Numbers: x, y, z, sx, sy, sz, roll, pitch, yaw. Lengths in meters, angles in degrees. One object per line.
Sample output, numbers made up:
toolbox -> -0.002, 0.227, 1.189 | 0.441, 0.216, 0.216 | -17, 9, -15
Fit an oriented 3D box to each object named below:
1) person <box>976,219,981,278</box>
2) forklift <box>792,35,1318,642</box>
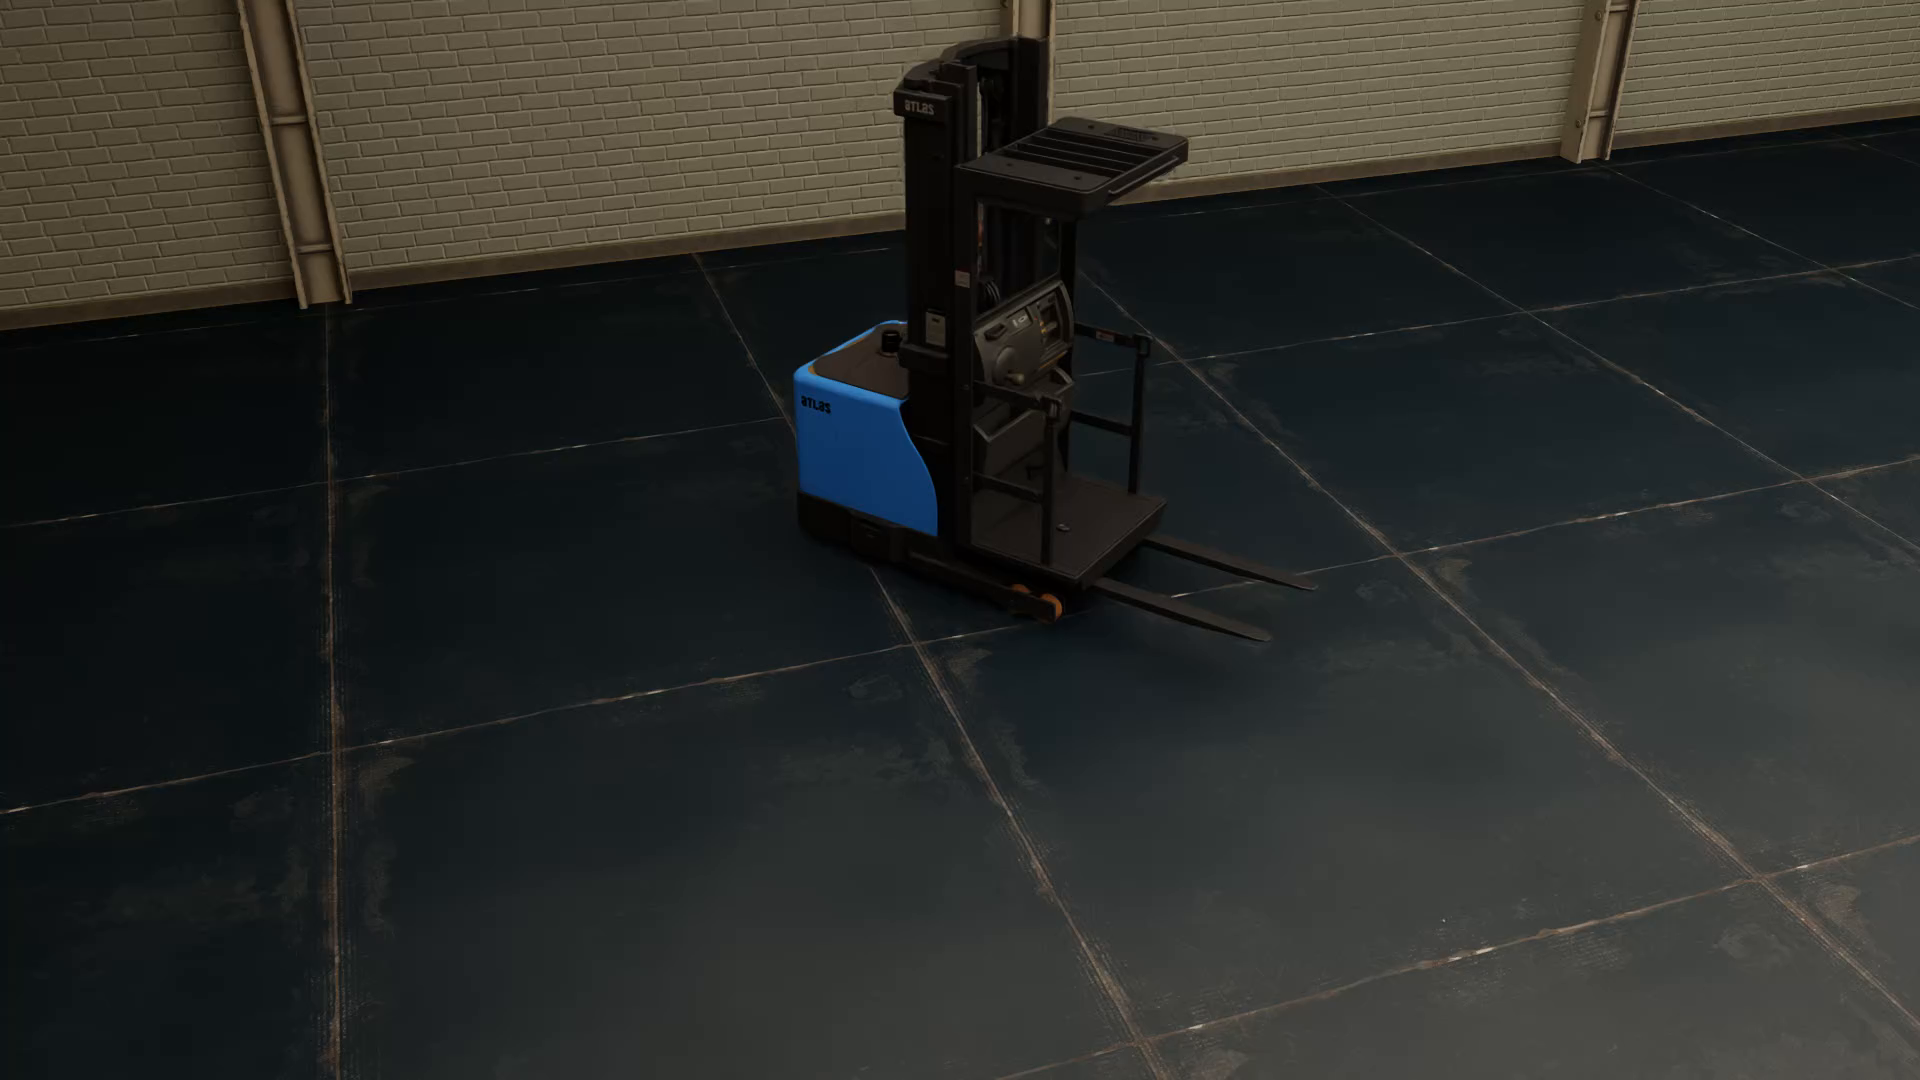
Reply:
person -> 0.192, -1.531, 11.322 | 0.694, 1.405, 0.795 | 0, 30, 0
forklift -> 0.526, -1.106, 9.009 | 3.031, 2.935, 1.130 | 18, 35, 29
